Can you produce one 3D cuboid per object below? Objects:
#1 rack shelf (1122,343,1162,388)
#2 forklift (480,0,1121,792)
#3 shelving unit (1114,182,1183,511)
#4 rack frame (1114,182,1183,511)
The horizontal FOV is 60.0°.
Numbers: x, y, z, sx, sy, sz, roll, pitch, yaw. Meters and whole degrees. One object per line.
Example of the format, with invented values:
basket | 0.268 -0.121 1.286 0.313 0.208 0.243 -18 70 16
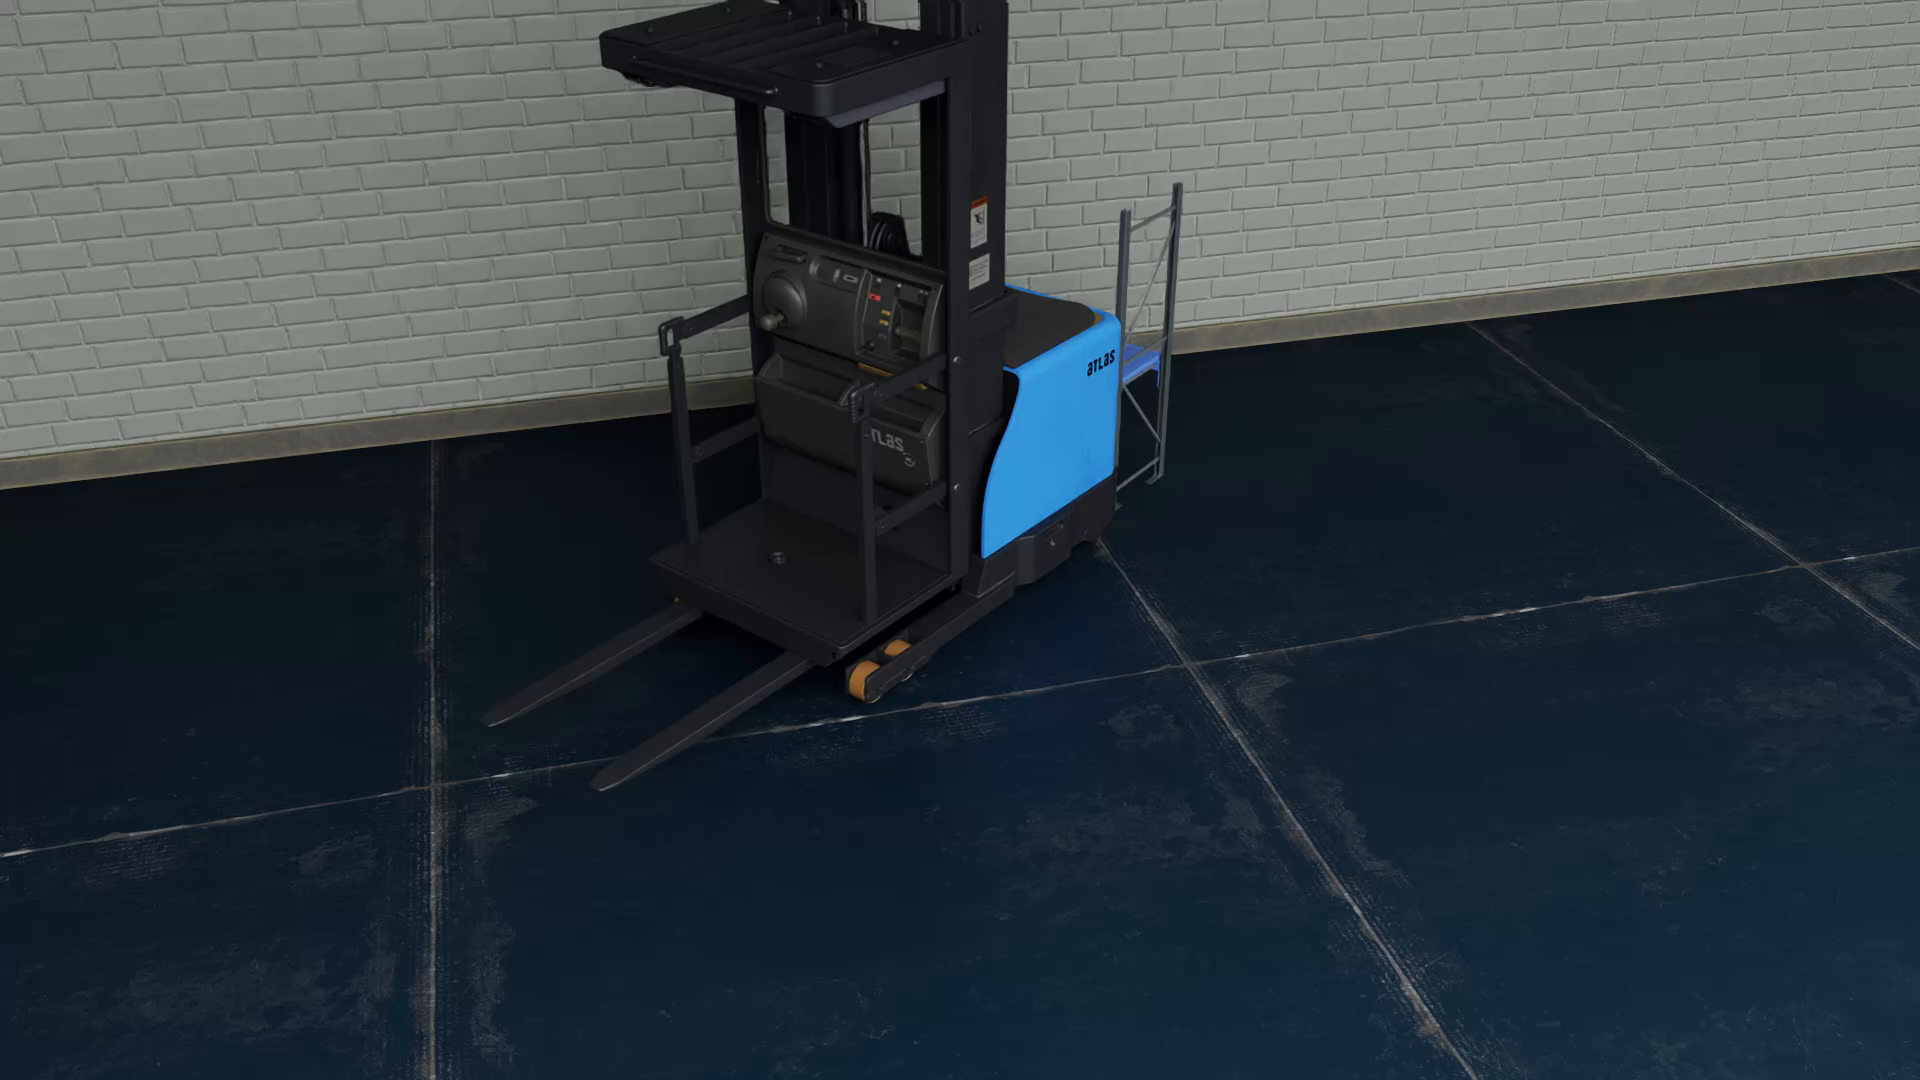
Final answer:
rack shelf | 0.445 -0.871 8.116 1.000 0.185 0.538 20 36 31
forklift | -0.580 -0.900 6.379 1.130 2.935 3.031 22 36 32
shelving unit | 0.445 -1.026 8.026 1.048 1.500 0.538 20 36 31
rack frame | 0.856 -0.877 7.767 0.032 1.500 0.500 20 36 31
